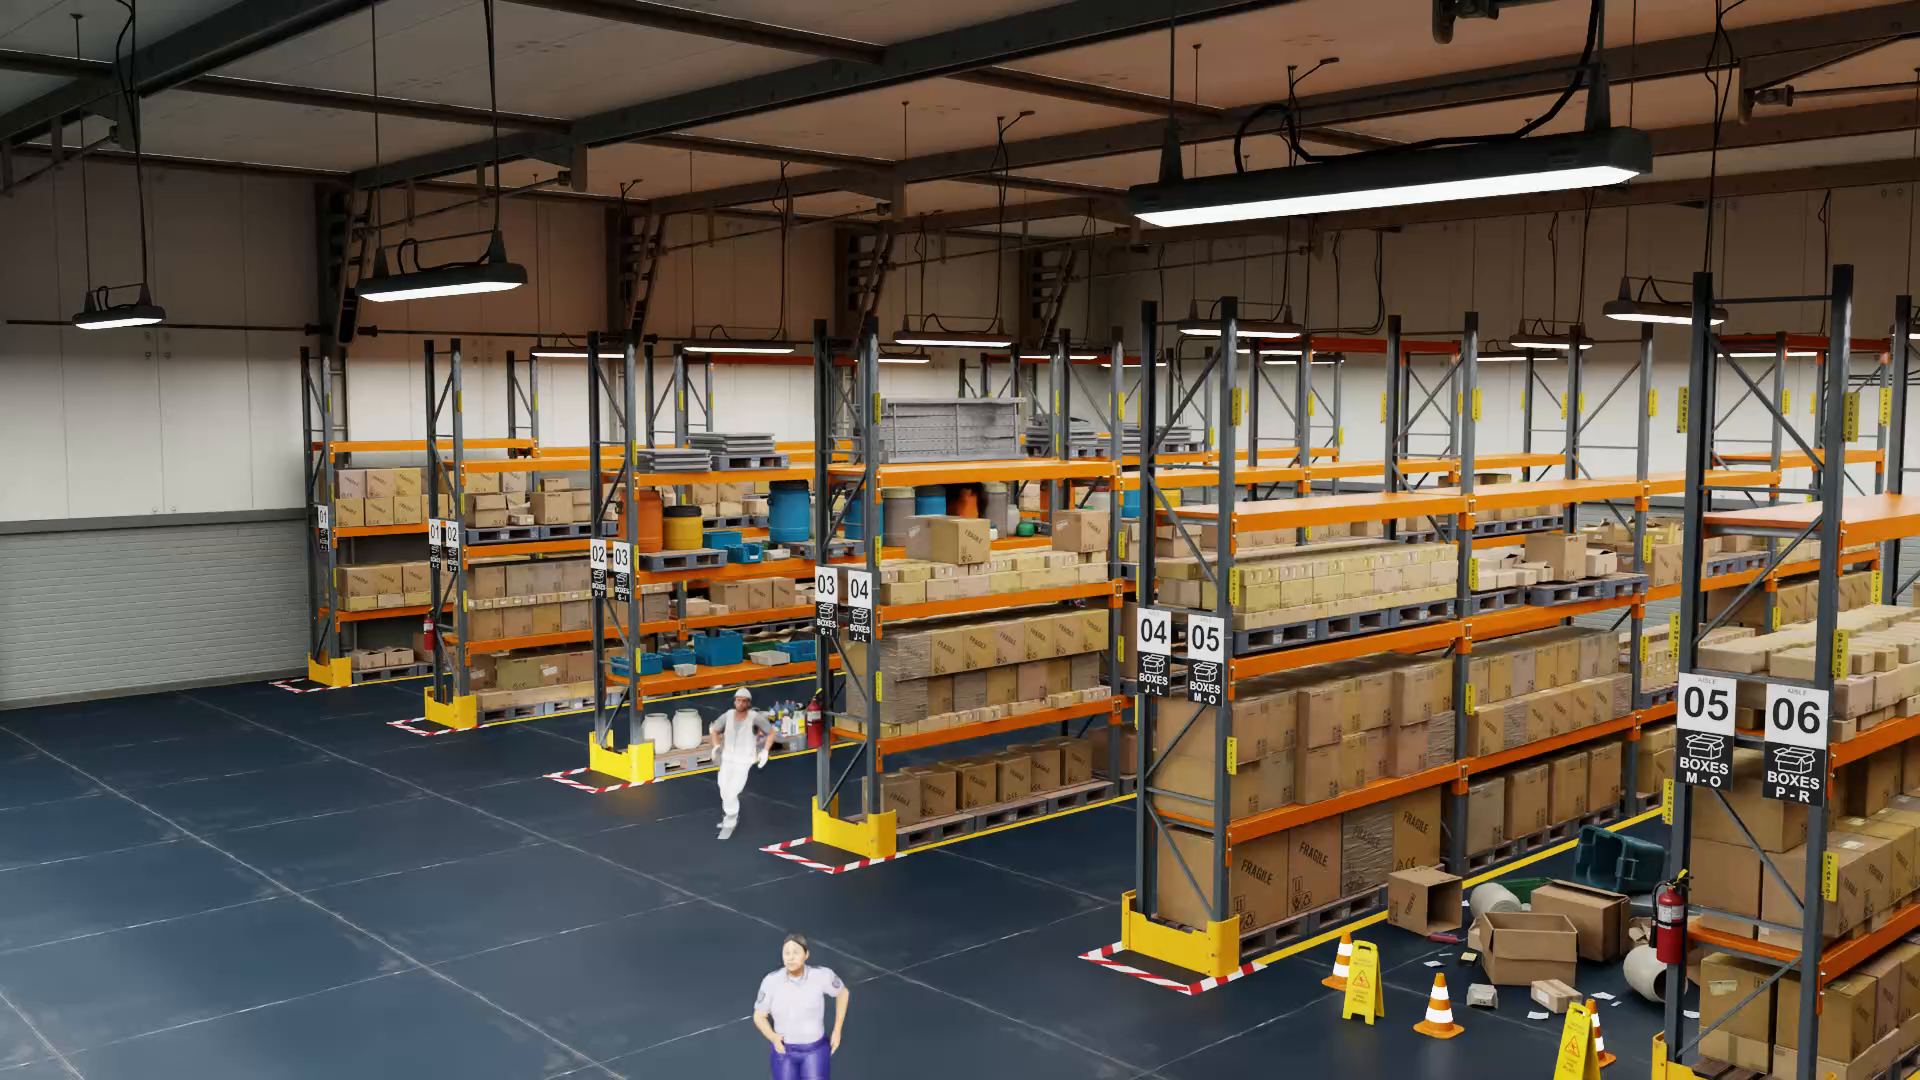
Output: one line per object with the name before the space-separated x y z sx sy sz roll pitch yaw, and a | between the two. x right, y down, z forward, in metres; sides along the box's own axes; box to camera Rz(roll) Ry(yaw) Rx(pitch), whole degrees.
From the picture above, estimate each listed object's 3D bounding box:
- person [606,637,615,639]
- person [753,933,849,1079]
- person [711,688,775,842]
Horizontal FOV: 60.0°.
person | -6.353 1.633 30.784 0.615 1.658 0.541 3 6 34
person | -1.054 3.402 10.930 0.605 1.646 0.646 0 5 3
person | -2.569 2.596 19.329 0.717 1.783 0.679 2 5 19
